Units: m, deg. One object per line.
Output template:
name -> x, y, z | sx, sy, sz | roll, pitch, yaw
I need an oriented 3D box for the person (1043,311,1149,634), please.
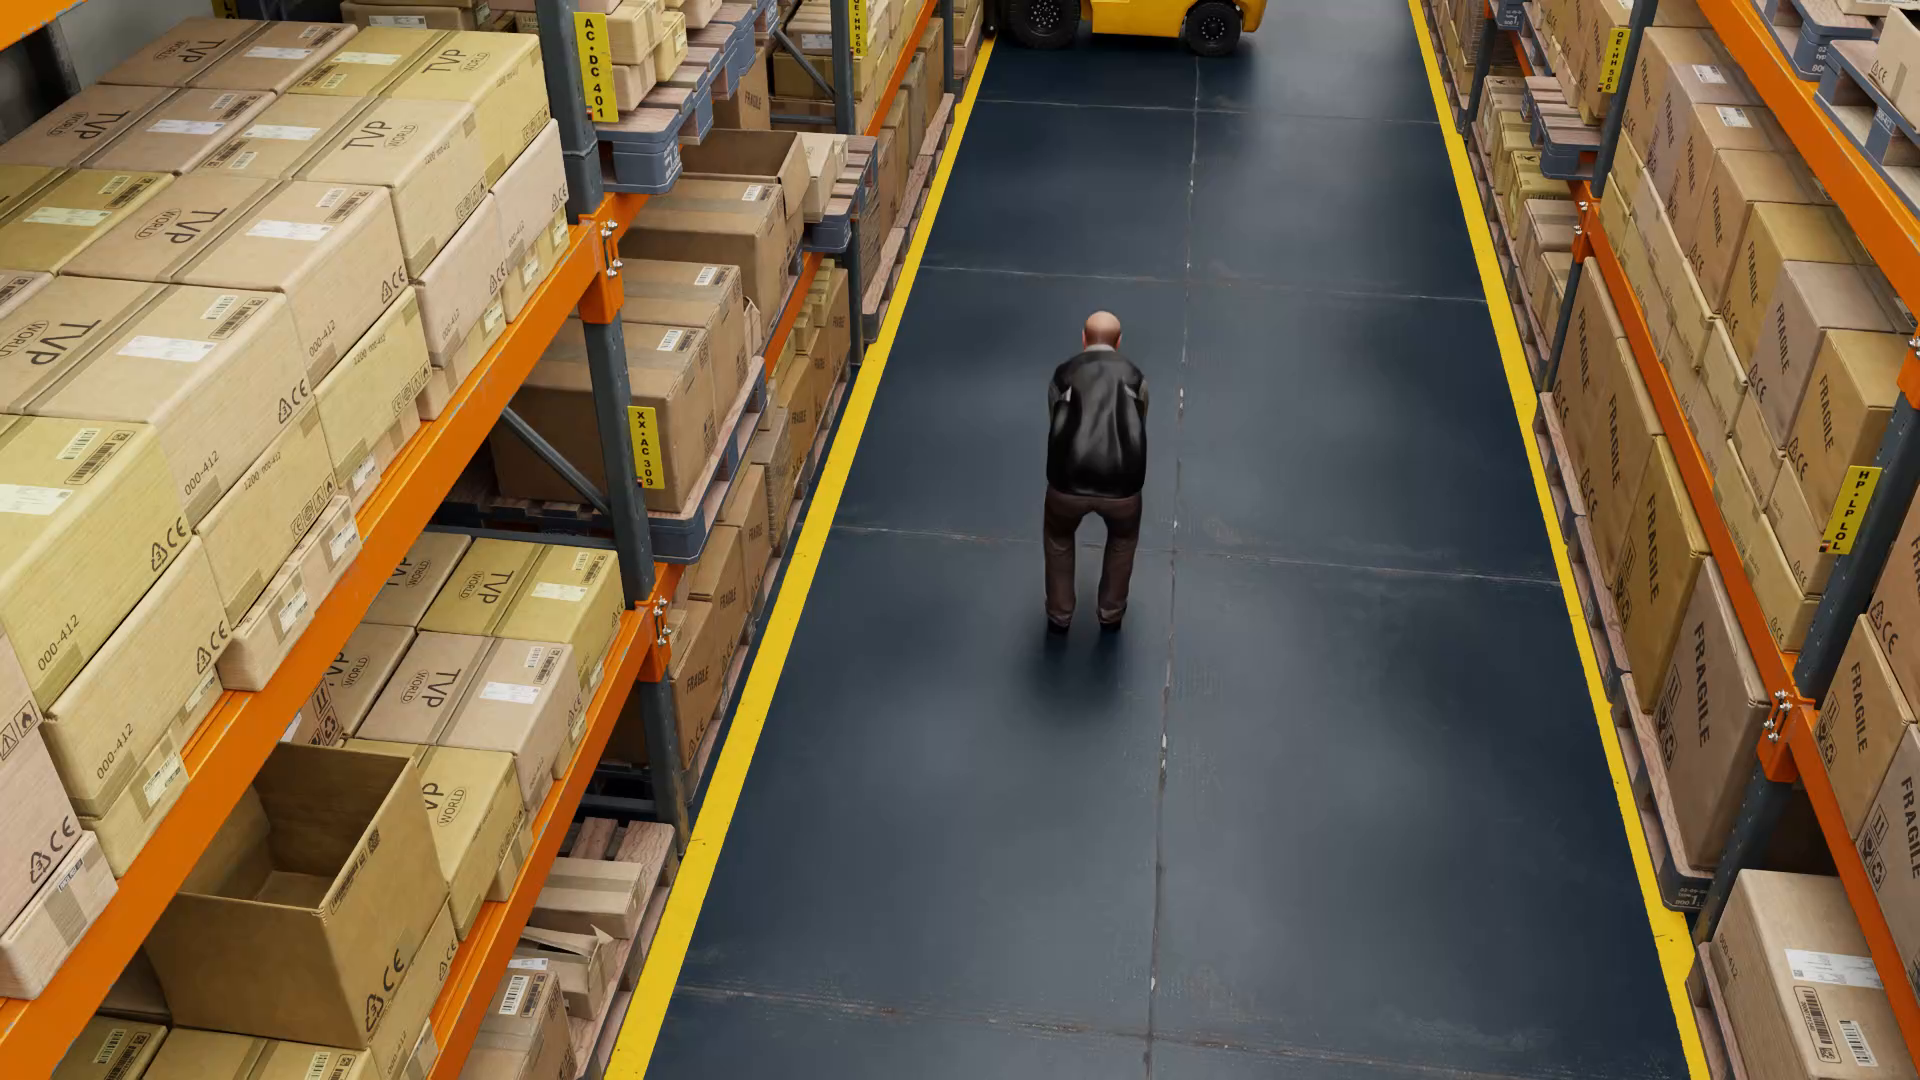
person -> 0.622, -0.278, 7.741 | 0.464, 1.379, 0.860 | 3, 36, 5
